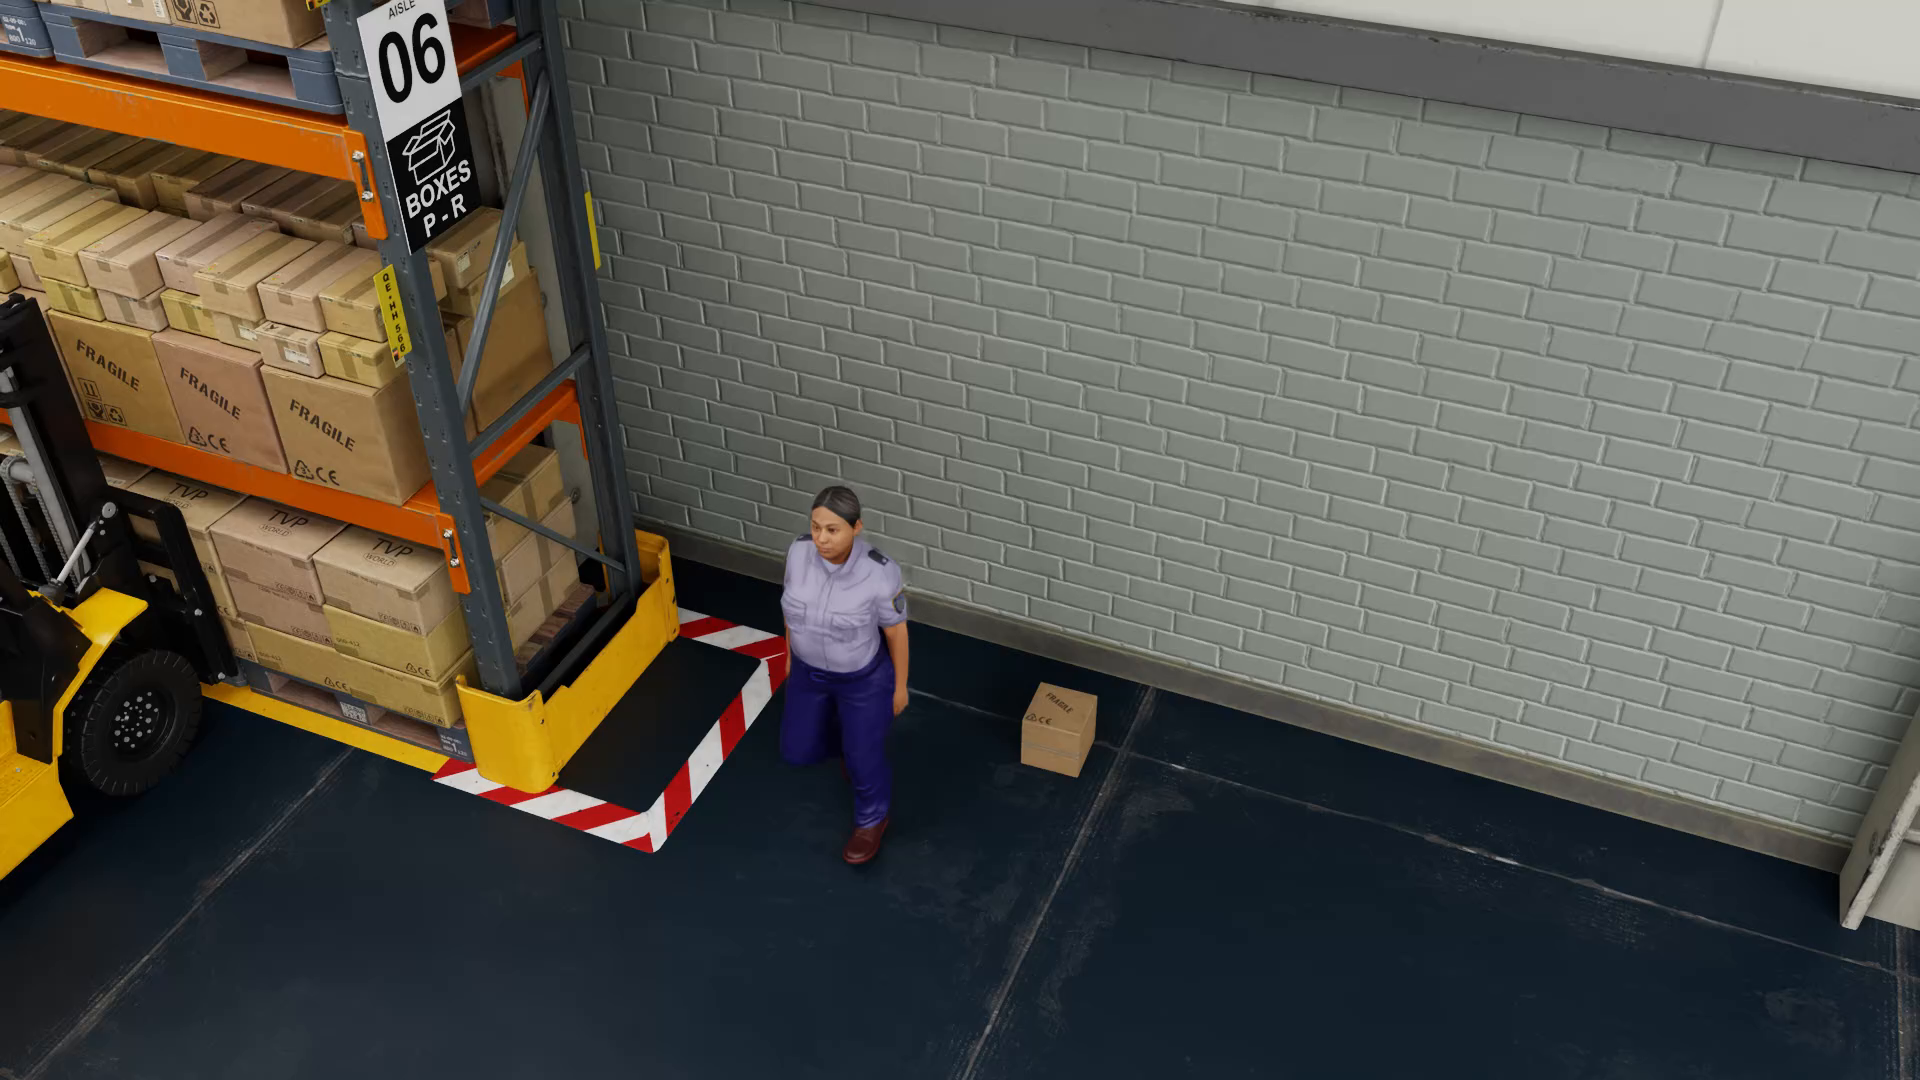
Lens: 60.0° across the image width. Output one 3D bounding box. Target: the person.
[{"bbox_3d":[-0.413,0.466,6.202,0.501,1.629,0.505,15,40,19],"label":"person"}]
